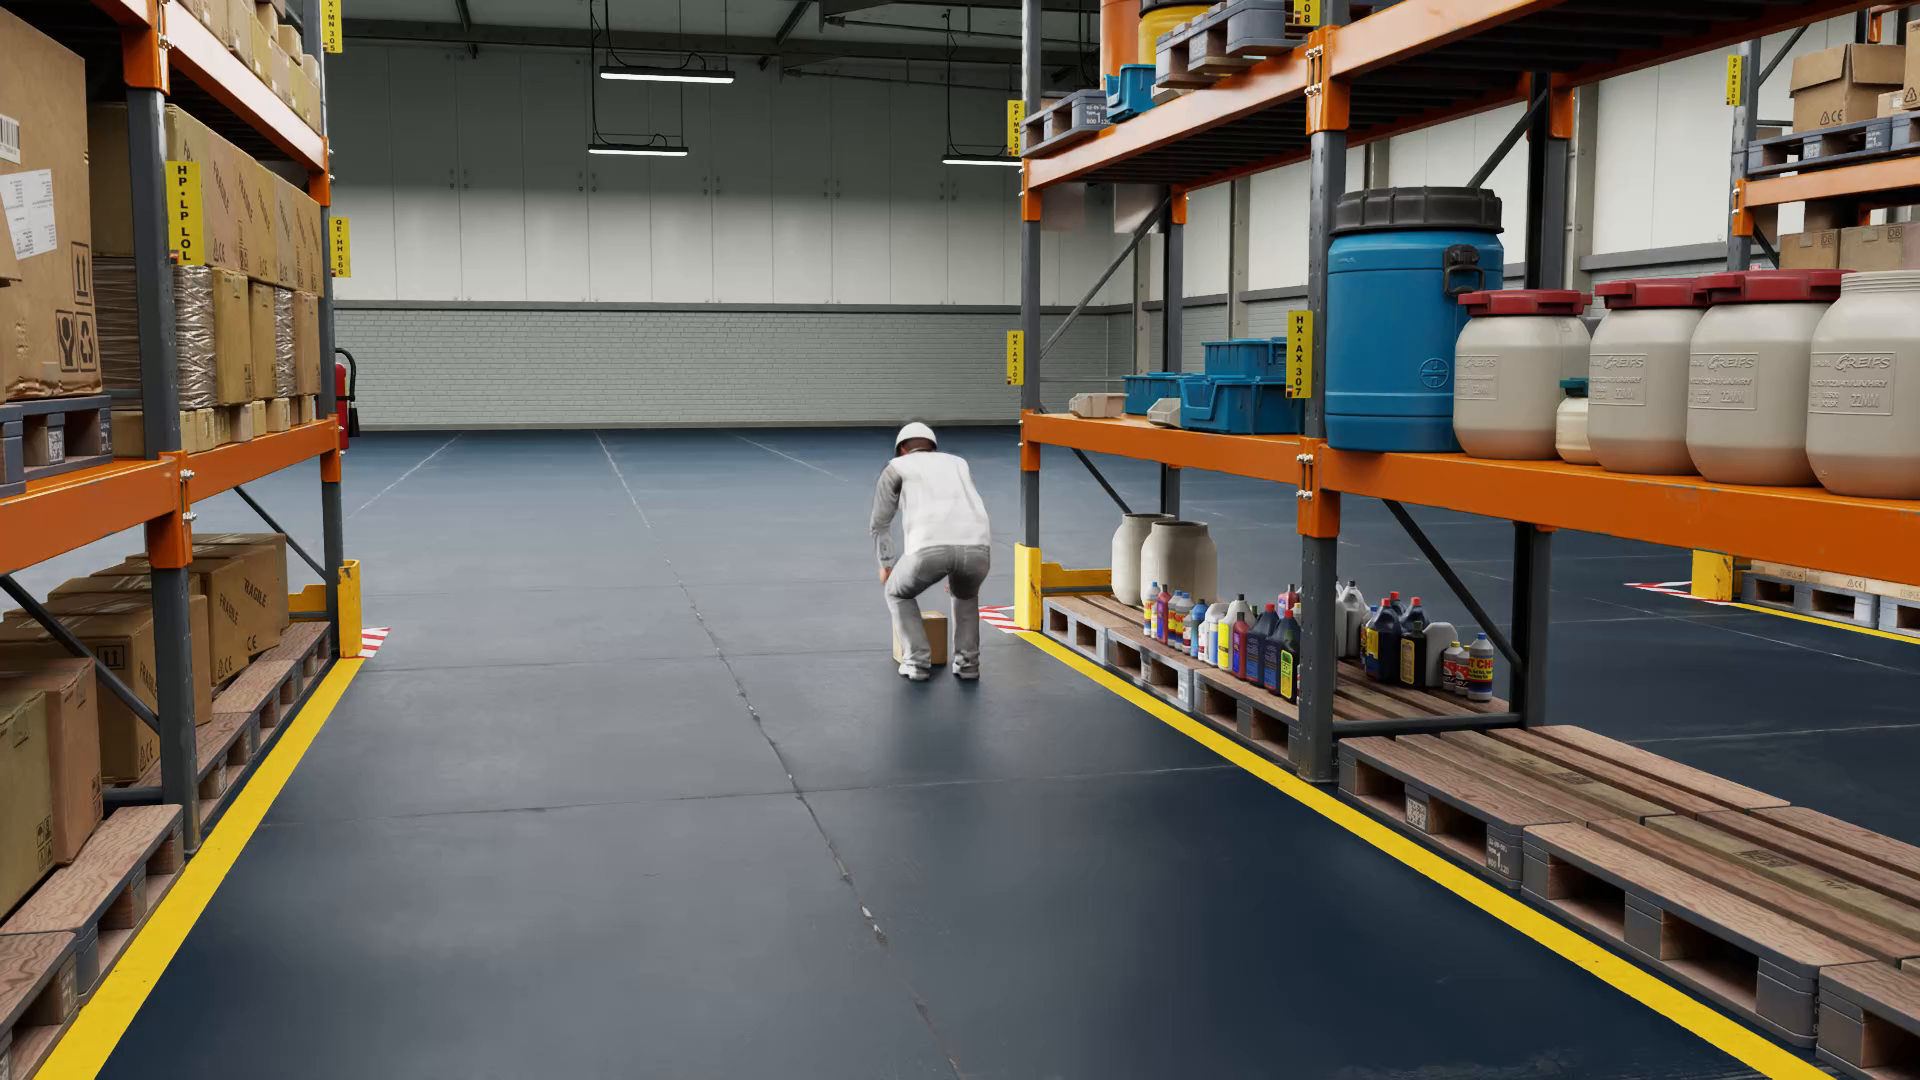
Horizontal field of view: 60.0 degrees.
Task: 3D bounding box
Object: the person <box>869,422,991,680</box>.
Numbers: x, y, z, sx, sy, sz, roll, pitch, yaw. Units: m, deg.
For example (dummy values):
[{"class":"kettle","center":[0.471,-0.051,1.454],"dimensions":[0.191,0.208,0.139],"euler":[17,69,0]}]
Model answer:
[{"class":"person","center":[-0.158,0.052,8.587],"dimensions":[0.585,1.299,0.823],"euler":[-1,6,-14]}]
